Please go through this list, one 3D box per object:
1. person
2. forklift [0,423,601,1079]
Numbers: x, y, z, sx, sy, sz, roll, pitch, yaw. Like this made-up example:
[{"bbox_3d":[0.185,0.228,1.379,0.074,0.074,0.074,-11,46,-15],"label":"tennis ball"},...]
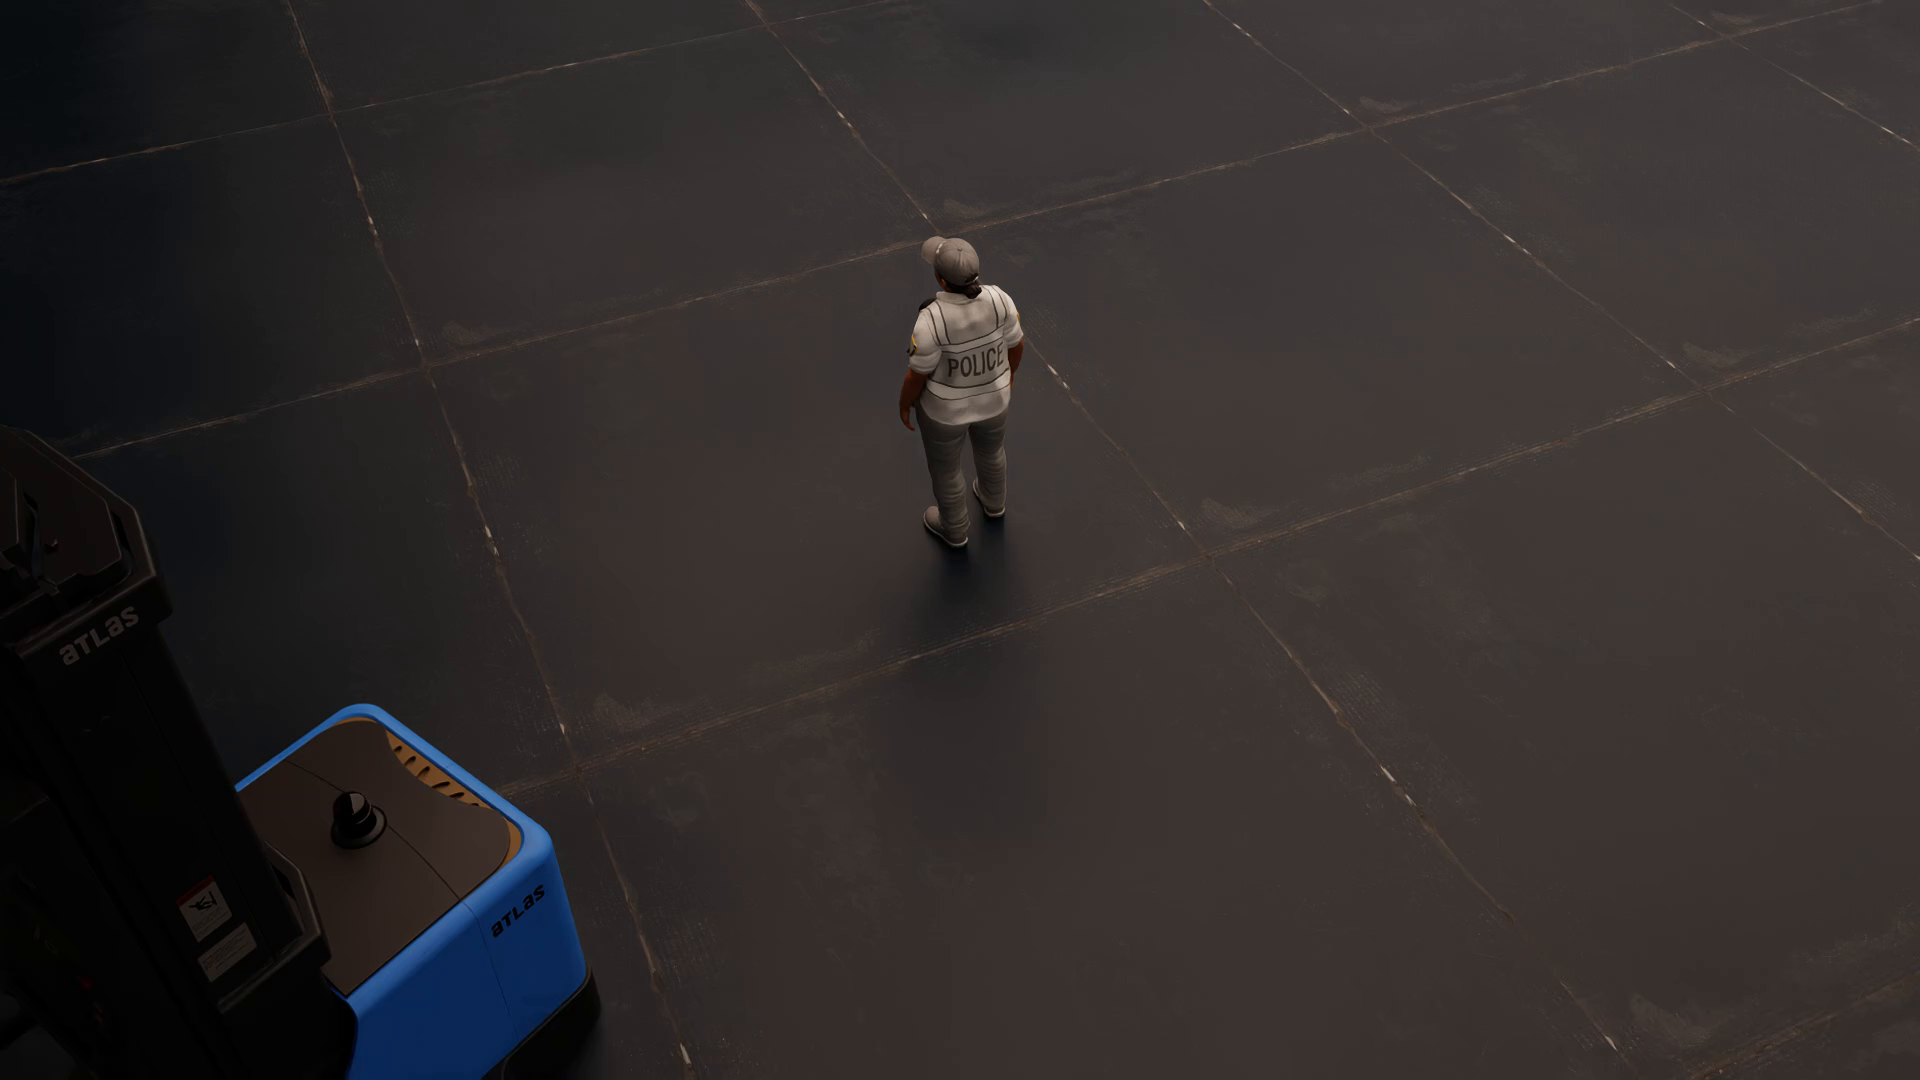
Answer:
[{"bbox_3d":[-0.011,-0.669,7.312,0.598,1.670,0.529,-18,46,-18],"label":"person"},{"bbox_3d":[-2.582,1.241,4.350,1.130,2.935,3.031,28,50,27],"label":"forklift"}]
